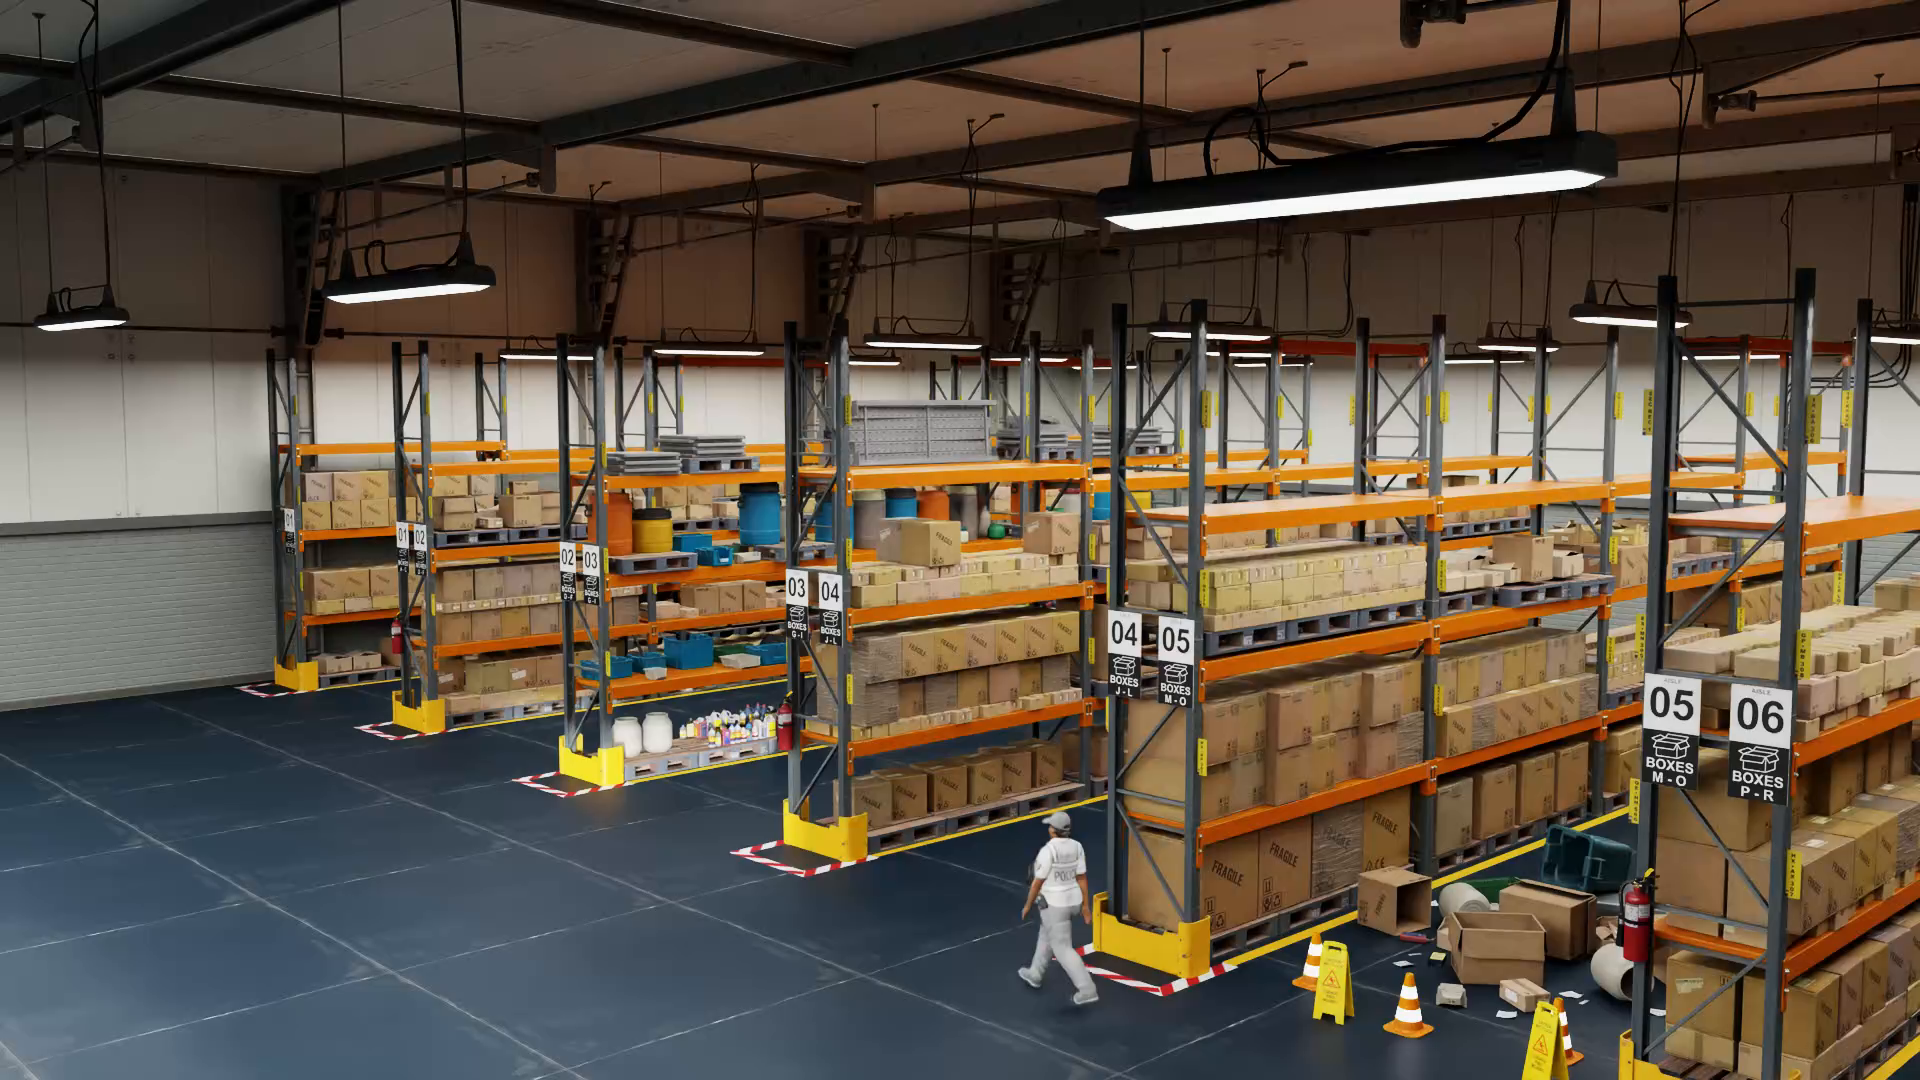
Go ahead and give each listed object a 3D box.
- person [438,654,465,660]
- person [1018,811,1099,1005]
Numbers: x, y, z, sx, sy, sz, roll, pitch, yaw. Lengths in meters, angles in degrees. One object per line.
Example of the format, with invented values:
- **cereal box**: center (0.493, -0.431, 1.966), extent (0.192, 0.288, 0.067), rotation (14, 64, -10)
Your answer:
- **person**: center (-8.628, 1.850, 27.988), extent (0.617, 1.790, 0.371), rotation (-3, 6, -33)
- **person**: center (0.824, 3.121, 14.239), extent (1.004, 1.619, 0.491), rotation (4, 6, 35)
